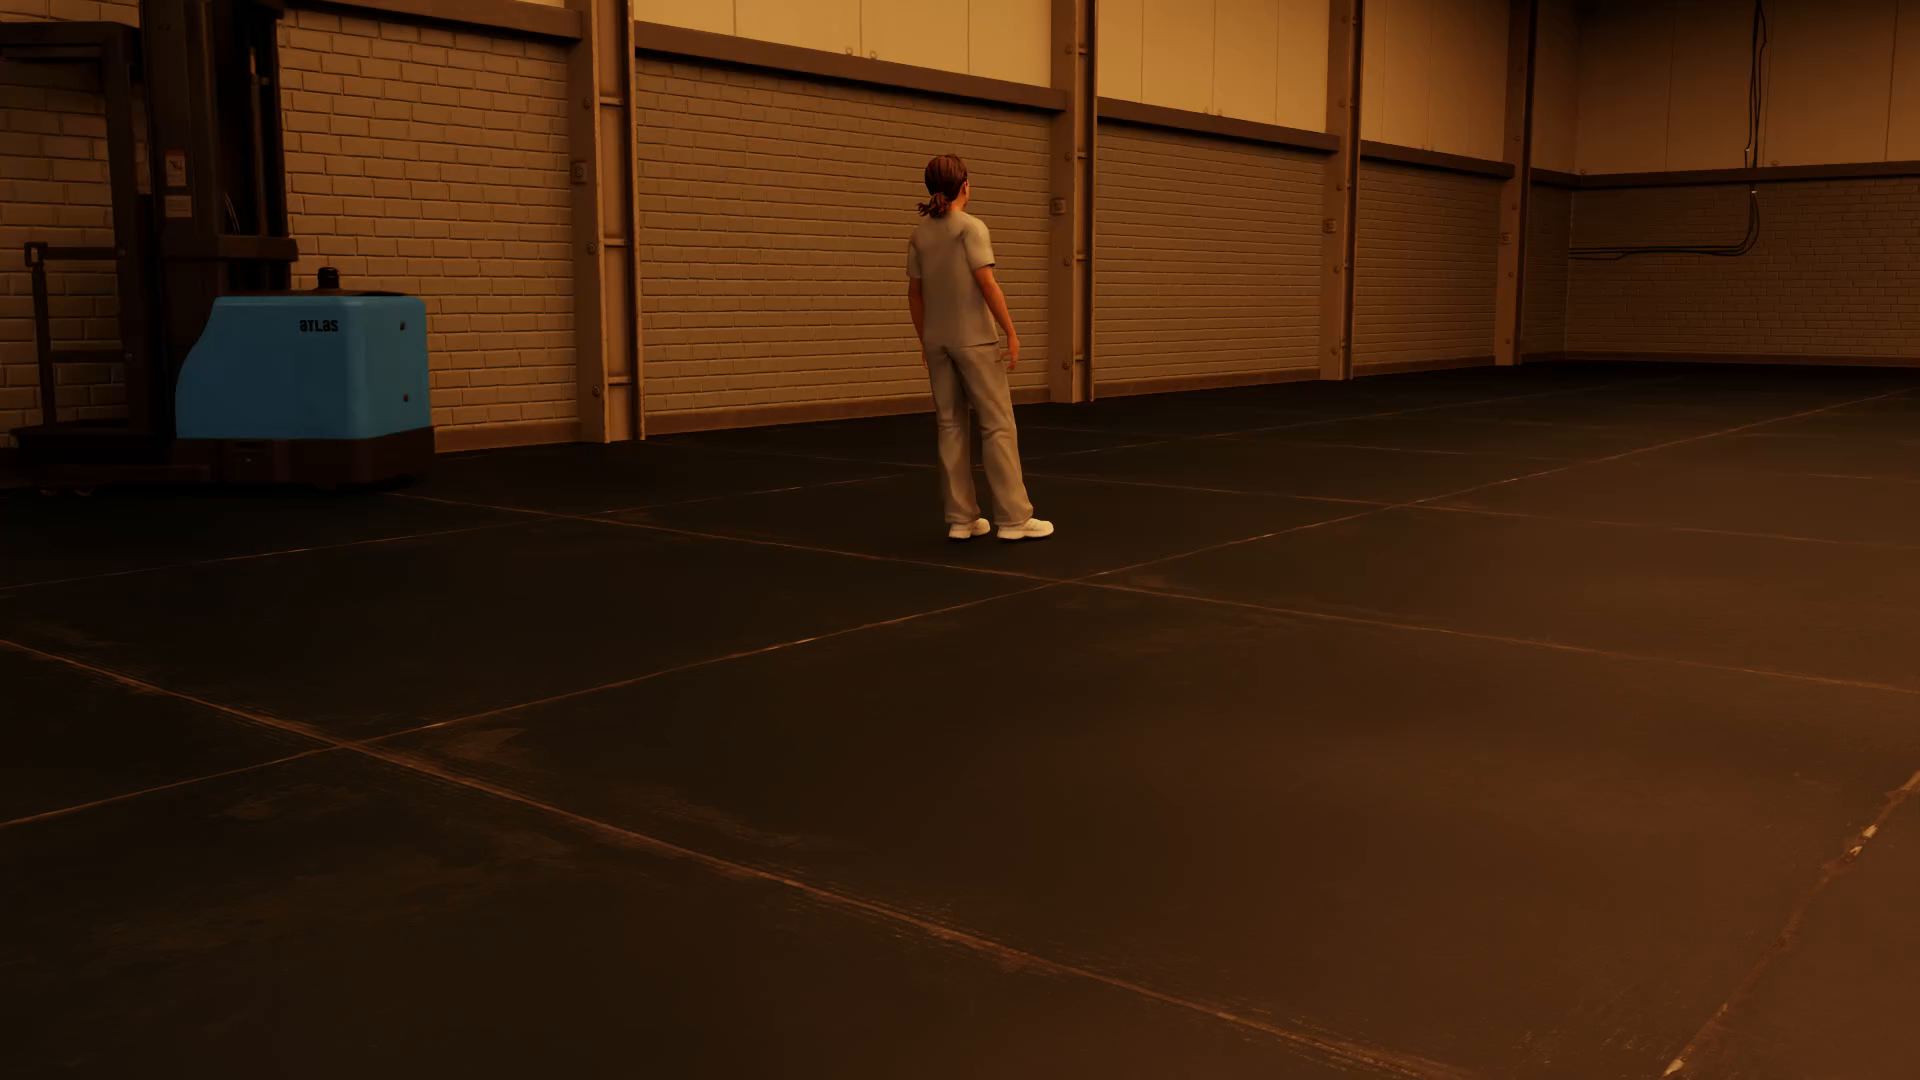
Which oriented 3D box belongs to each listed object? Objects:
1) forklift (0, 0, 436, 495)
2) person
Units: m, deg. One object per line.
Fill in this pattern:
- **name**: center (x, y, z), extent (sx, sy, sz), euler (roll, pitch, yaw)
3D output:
- **forklift**: center (-4.667, -1.772, 9.391), extent (3.031, 2.935, 1.130), euler (1, 8, 4)
- **person**: center (0.057, -0.844, 7.331), extent (0.549, 1.673, 0.548), euler (7, 11, 38)
